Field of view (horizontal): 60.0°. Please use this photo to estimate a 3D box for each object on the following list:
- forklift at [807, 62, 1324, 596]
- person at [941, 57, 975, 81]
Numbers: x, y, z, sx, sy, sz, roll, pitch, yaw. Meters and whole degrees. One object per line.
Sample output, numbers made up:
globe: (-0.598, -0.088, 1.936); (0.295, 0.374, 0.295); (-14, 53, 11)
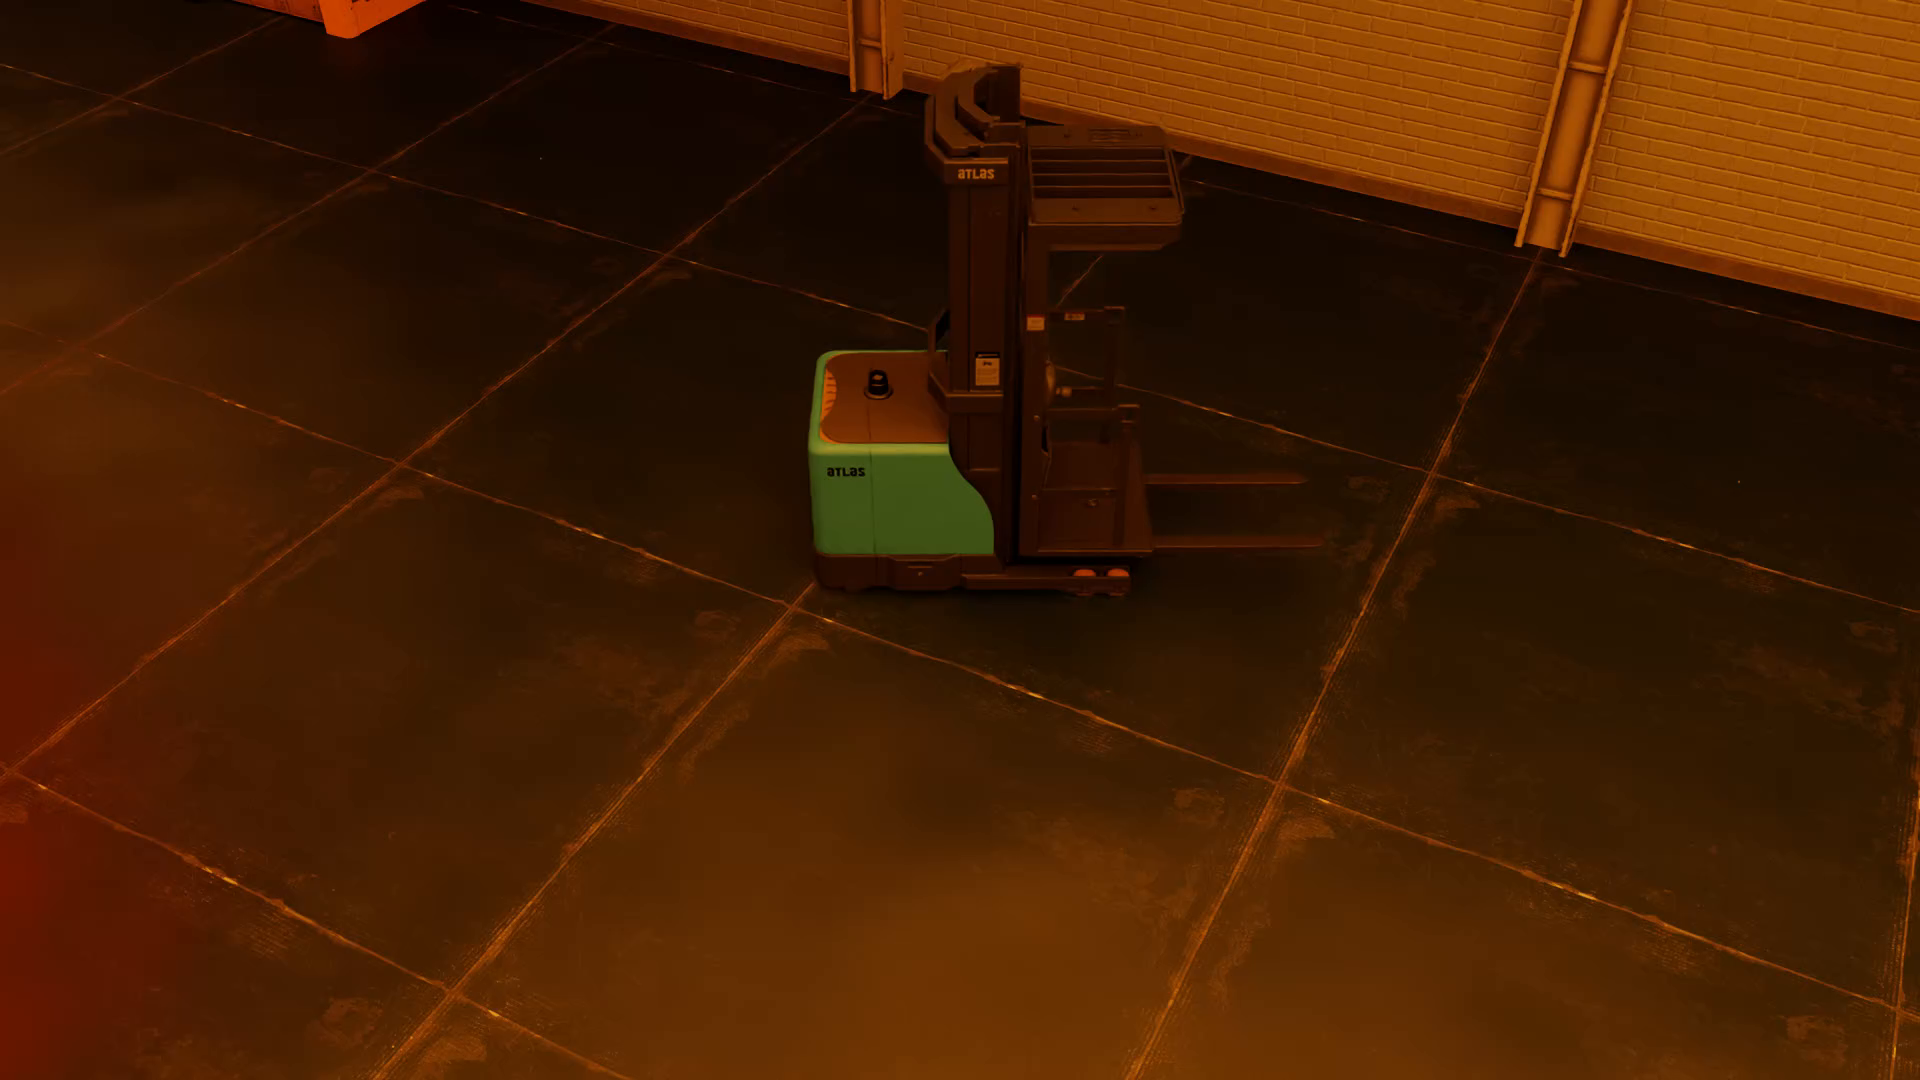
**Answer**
forklift: (0.646, -1.132, 9.330); (3.031, 2.935, 1.130); (0, 40, 0)
person: (0.140, -2.687, 12.125); (0.533, 1.694, 0.584); (-5, 40, -6)
